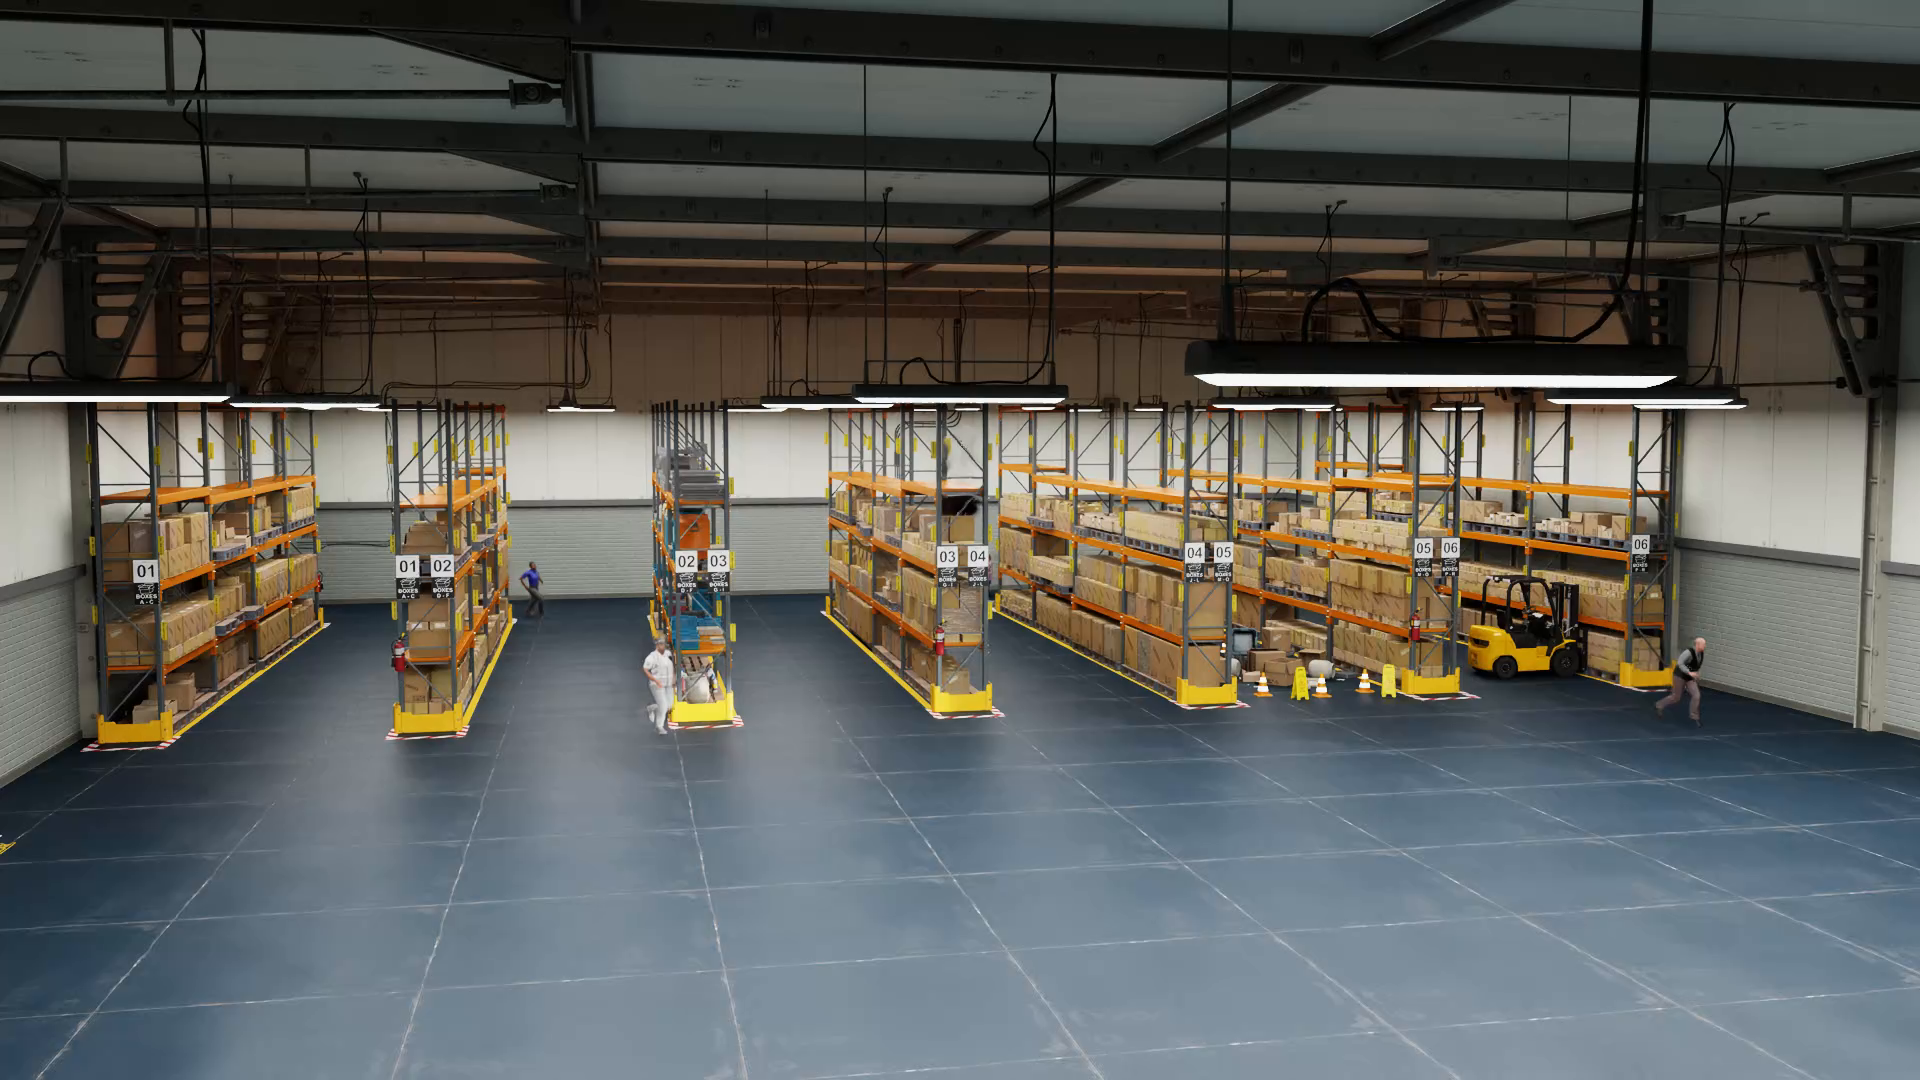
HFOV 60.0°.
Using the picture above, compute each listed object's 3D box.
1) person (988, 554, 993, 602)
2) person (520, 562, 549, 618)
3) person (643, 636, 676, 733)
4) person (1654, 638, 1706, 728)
[{"bbox_3d":[0.812,1.219,49.547,0.550,1.580,0.755,4,6,41],"label":"person"},{"bbox_3d":[-12.054,1.414,46.867,0.753,1.644,0.725,1,4,16],"label":"person"},{"bbox_3d":[-5.443,2.597,30.091,0.644,1.760,0.688,4,6,40],"label":"person"},{"bbox_3d":[13.354,2.602,30.780,0.696,1.680,0.978,-3,5,-37],"label":"person"}]
